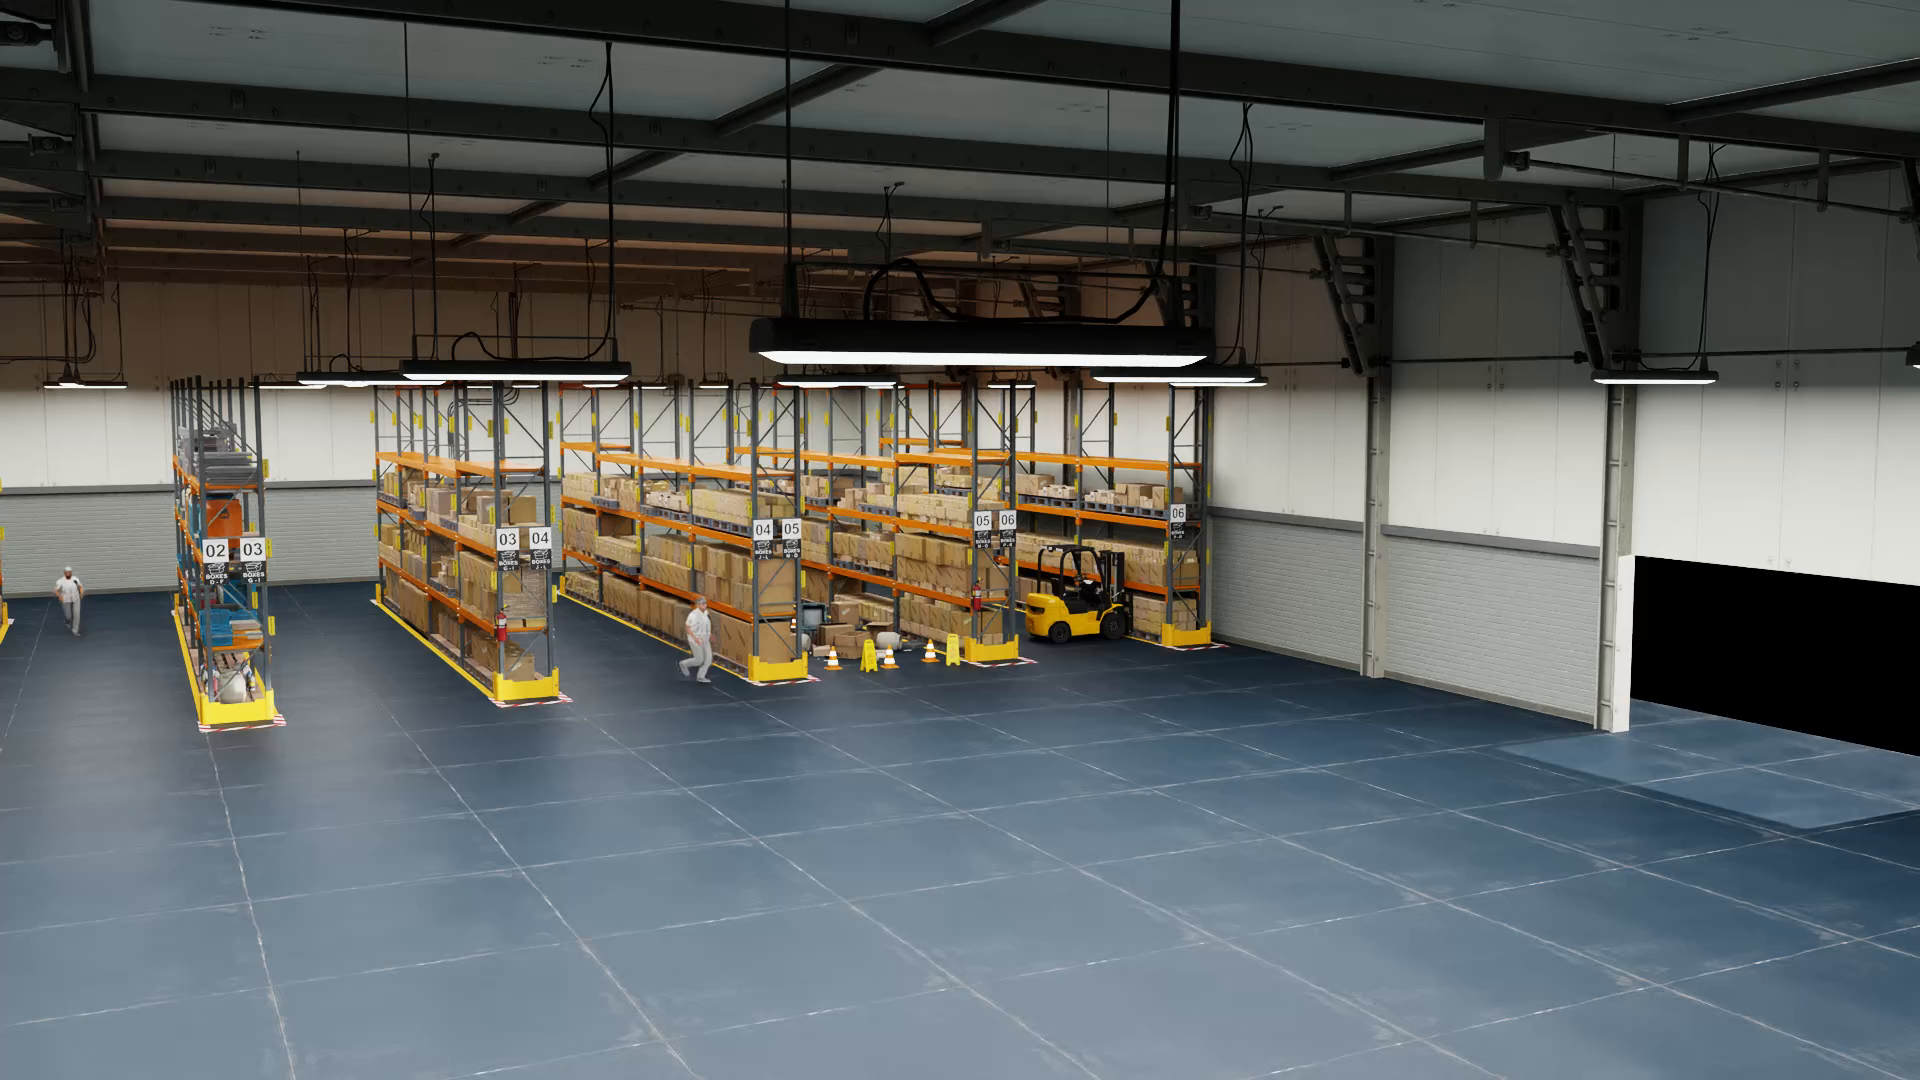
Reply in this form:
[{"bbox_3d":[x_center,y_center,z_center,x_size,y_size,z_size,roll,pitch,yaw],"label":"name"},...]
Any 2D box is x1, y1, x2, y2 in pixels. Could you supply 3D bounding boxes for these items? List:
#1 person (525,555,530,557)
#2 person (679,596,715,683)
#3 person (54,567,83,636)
[{"bbox_3d":[-11.679,0.885,45.648,0.709,1.582,0.929,-4,6,-37],"label":"person"},{"bbox_3d":[-5.194,1.953,32.809,0.646,1.725,0.649,3,6,31],"label":"person"},{"bbox_3d":[-20.952,1.442,39.138,0.619,1.625,0.707,-4,6,-36],"label":"person"}]
